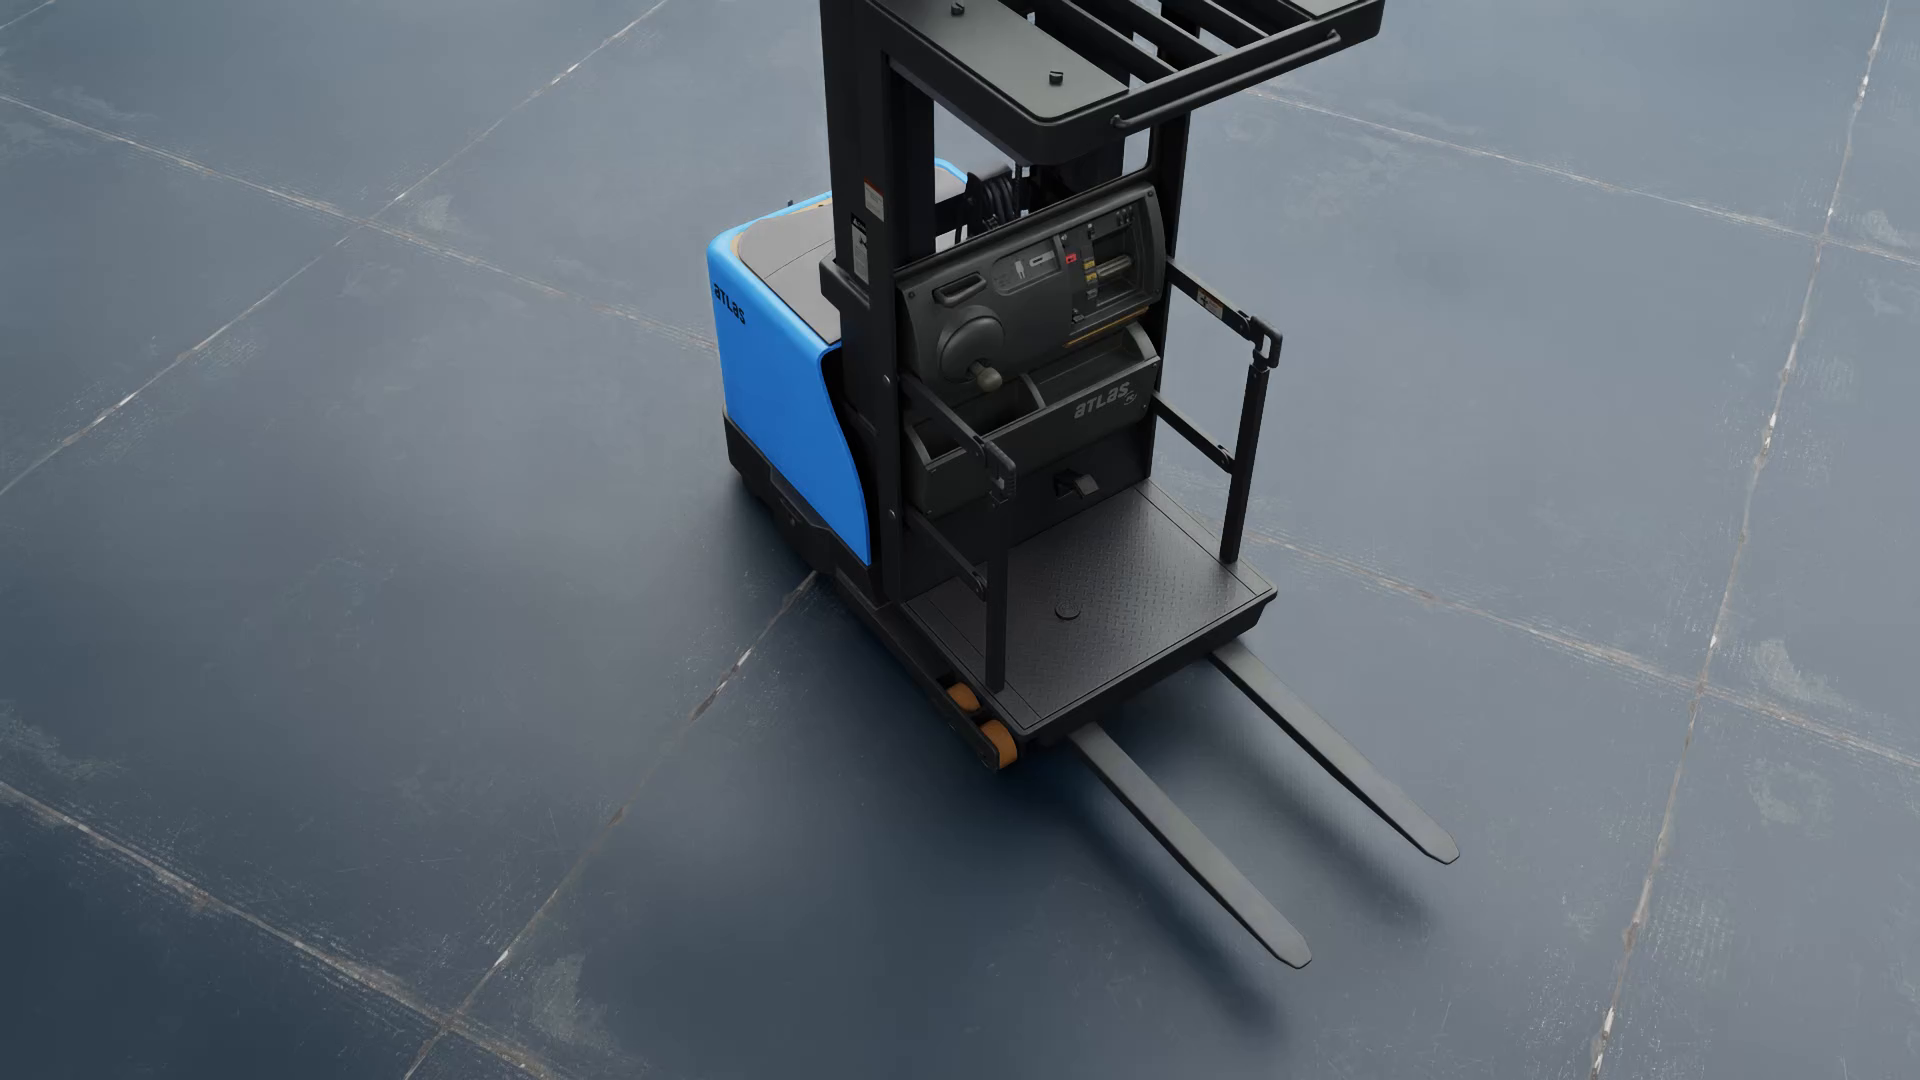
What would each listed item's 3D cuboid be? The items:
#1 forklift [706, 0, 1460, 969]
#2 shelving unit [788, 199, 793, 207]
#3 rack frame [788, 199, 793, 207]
[{"bbox_3d":[0.360,-0.668,4.849,1.130,2.935,3.031,-27,51,-24],"label":"forklift"},{"bbox_3d":[-0.488,-0.960,6.566,0.258,0.900,0.210,-34,54,-29],"label":"shelving unit"},{"bbox_3d":[-0.558,-1.012,6.618,0.240,0.900,0.006,-34,54,-29],"label":"rack frame"}]
